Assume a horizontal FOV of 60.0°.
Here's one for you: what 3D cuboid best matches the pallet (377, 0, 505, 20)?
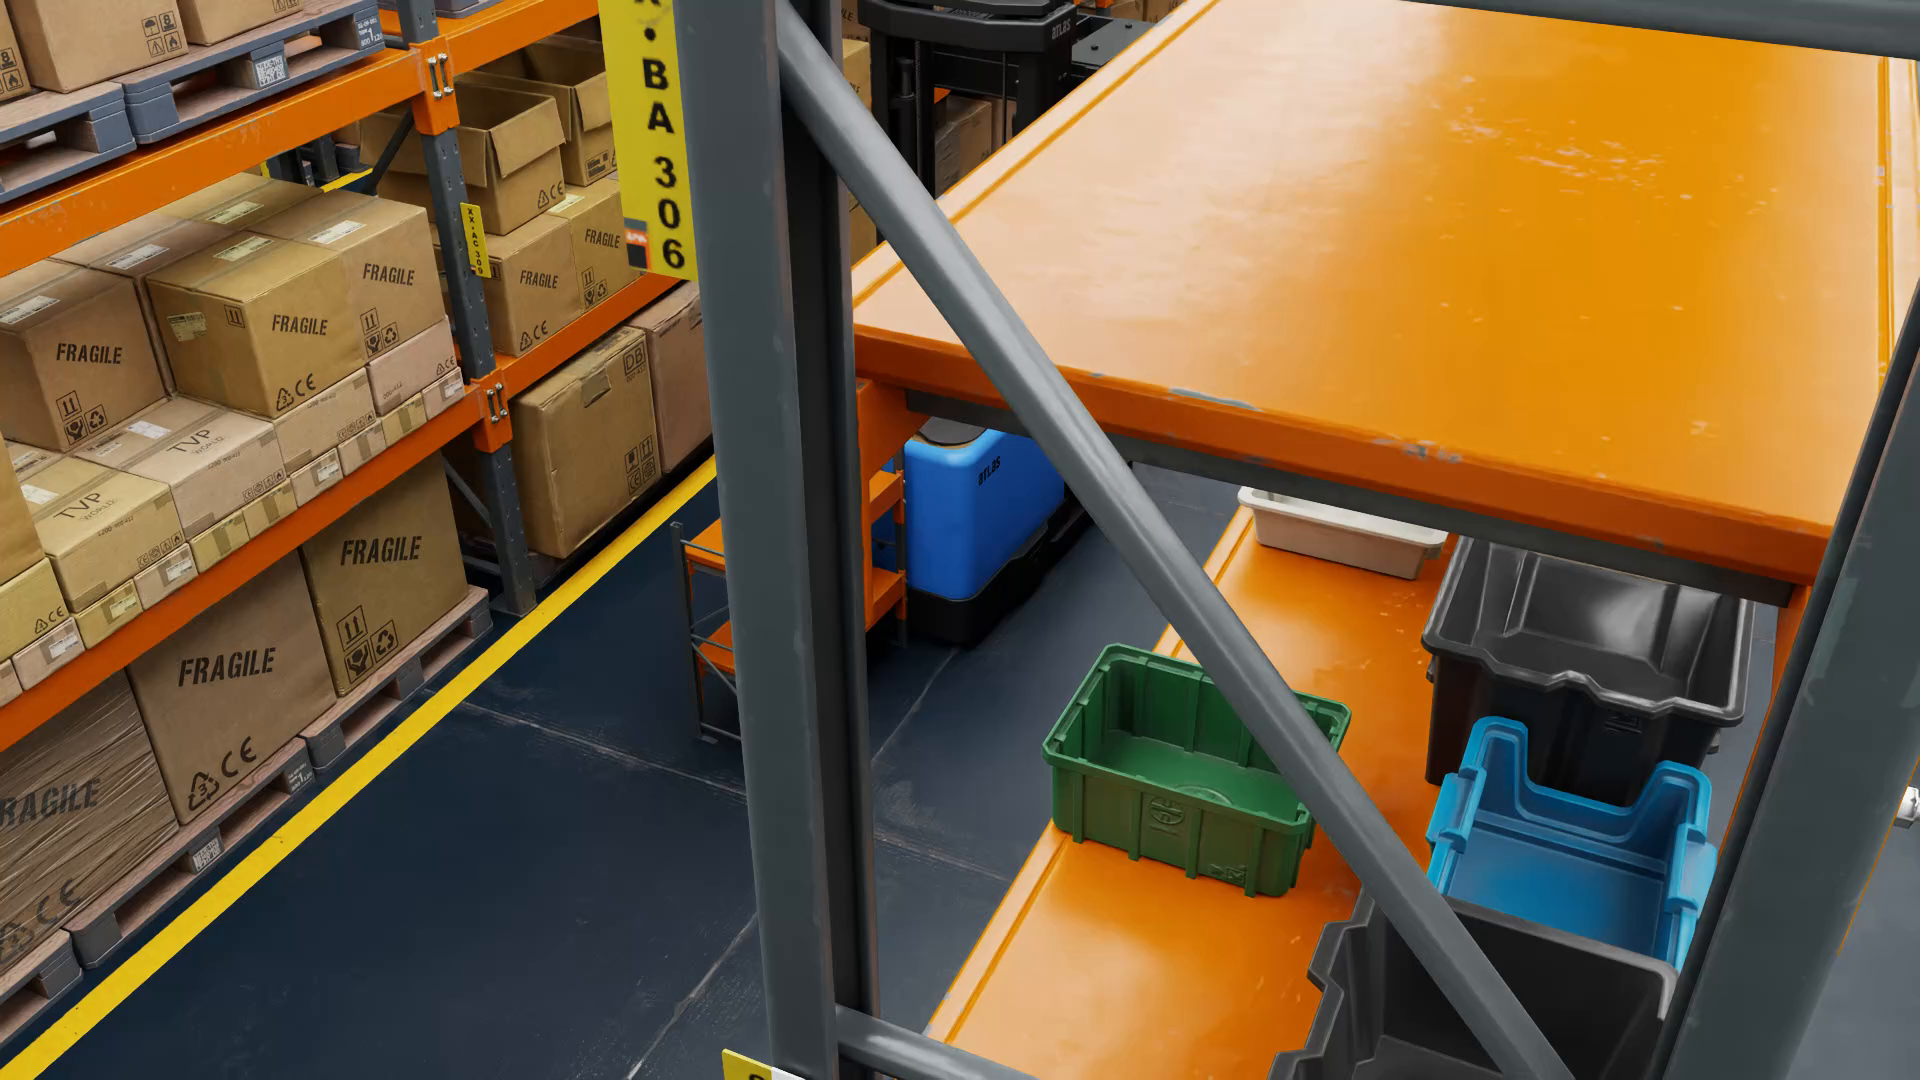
[{"bbox_3d":[-2.234,-2.652,7.498,0.805,0.209,1.217,13,35,19],"label":"pallet"}]

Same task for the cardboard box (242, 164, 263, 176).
[{"bbox_3d":[-5.400,-2.932,12.383,0.500,0.500,0.500,14,36,20],"label":"cardboard box"}]

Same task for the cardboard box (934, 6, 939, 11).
[{"bbox_3d":[-0.567,-3.798,11.333,0.700,0.500,0.500,20,38,27],"label":"cardboard box"}]

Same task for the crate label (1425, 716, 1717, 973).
[{"bbox_3d":[0.932,0.541,2.589,0.408,0.251,0.502,14,36,20],"label":"crate label"}]

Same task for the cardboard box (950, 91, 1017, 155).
[{"bbox_3d":[0.047,-3.320,12.956,0.700,0.500,0.500,11,35,16],"label":"cardboard box"}]

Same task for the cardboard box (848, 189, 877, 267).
[{"bbox_3d":[-1.207,-1.950,10.543,1.225,0.875,0.875,13,35,18],"label":"cardboard box"}]

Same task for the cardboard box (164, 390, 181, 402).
[{"bbox_3d":[-3.220,-0.651,6.872,0.500,0.250,0.500,14,36,20],"label":"cardboard box"}]

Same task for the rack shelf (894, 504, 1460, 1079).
[{"bbox_3d":[1.089,0.169,3.677,1.077,0.370,4.000,14,36,20],"label":"rack shelf"}]

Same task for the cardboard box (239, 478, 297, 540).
[{"bbox_3d":[-2.833,-0.165,6.495,0.380,0.149,0.250,15,36,21],"label":"cardboard box"}]

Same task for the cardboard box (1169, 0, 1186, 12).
[{"bbox_3d":[1.952,-5.504,16.305,0.500,0.500,0.500,25,41,32],"label":"cardboard box"}]

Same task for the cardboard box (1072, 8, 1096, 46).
[{"bbox_3d":[0.978,-4.314,14.491,0.500,0.500,0.500,13,35,19],"label":"cardboard box"}]

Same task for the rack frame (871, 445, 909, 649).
[{"bbox_3d":[-0.472,-0.023,7.759,0.500,1.125,0.032,17,37,24],"label":"rack frame"}]

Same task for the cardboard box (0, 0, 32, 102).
[{"bbox_3d":[-3.423,-1.625,5.192,0.700,0.500,0.500,16,36,23],"label":"cardboard box"}]

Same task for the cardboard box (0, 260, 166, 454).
[{"bbox_3d":[-3.432,-0.701,6.266,0.500,0.500,0.500,13,35,19],"label":"cardboard box"}]

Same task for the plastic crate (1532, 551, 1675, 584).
[{"bbox_3d":[1.460,-0.119,3.568,0.437,0.282,0.530,14,36,20],"label":"plastic crate"}]

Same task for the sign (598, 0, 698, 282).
[{"bbox_3d":[-0.254,-0.373,1.407,0.100,0.325,0.005,14,36,20],"label":"sign"}]

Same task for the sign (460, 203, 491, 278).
[{"bbox_3d":[-2.068,-1.278,7.102,0.100,0.325,0.005,14,36,20],"label":"sign"}]

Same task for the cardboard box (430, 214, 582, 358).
[{"bbox_3d":[-2.154,-1.223,7.789,0.500,0.500,0.500,14,36,21],"label":"cardboard box"}]

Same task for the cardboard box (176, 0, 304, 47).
[{"bbox_3d":[-2.846,-2.120,5.946,0.700,0.500,0.500,12,35,18],"label":"cardboard box"}]

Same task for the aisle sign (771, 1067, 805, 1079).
[{"bbox_3d":[-0.044,1.000,2.118,0.394,0.787,0.004,14,36,20],"label":"aisle sign"}]

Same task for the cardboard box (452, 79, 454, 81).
[{"bbox_3d":[-4.663,-4.144,14.002,1.050,0.750,0.750,15,36,21],"label":"cardboard box"}]

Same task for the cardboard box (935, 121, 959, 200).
[{"bbox_3d":[-0.417,-2.758,12.099,0.700,0.500,0.500,11,35,17],"label":"cardboard box"}]

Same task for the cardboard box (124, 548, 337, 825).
[{"bbox_3d":[-3.298,0.462,6.865,0.875,0.875,0.875,14,36,20],"label":"cardboard box"}]

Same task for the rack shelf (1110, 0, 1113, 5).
[{"bbox_3d":[1.611,-5.689,15.347,1.077,0.370,4.000,14,36,20],"label":"rack shelf"}]

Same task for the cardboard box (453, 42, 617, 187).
[{"bbox_3d":[-2.016,-2.130,8.257,0.797,0.503,0.637,15,36,21],"label":"cardboard box"}]

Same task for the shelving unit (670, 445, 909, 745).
[{"bbox_3d":[-0.716,0.222,7.385,0.538,1.125,1.048,17,37,24],"label":"shelving unit"}]

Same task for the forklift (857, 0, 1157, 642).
[{"bbox_3d":[0.298,-1.526,8.405,1.130,2.935,3.031,17,37,23],"label":"forklift"}]

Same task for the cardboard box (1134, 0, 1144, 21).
[{"bbox_3d":[1.399,-4.928,15.427,0.500,0.500,0.500,11,35,16],"label":"cardboard box"}]

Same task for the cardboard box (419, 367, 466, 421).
[{"bbox_3d":[-2.403,-0.678,7.277,0.380,0.149,0.250,14,36,21],"label":"cardboard box"}]

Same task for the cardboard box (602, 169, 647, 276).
[{"bbox_3d":[-1.734,-1.723,8.551,0.500,0.500,0.500,13,36,19],"label":"cardboard box"}]

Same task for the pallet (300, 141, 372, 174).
[{"bbox_3d":[-4.964,-3.399,13.741,1.003,0.211,1.213,14,36,20],"label":"pallet"}]

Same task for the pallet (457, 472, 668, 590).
[{"bbox_3d":[-2.319,-0.245,8.931,1.003,0.211,1.213,14,36,20],"label":"pallet"}]

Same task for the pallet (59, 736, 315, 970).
[{"bbox_3d":[-3.471,1.127,6.839,1.003,0.211,1.213,14,36,20],"label":"pallet"}]

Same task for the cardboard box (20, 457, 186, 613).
[{"bbox_3d":[-3.162,-0.027,5.921,0.500,0.250,0.500,13,36,20],"label":"cardboard box"}]

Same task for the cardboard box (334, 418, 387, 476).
[{"bbox_3d":[-2.618,-0.421,6.886,0.380,0.149,0.250,14,36,20],"label":"cardboard box"}]

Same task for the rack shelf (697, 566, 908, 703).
[{"bbox_3d":[-0.716,0.427,7.519,0.538,0.278,1.000,17,37,24],"label":"rack shelf"}]

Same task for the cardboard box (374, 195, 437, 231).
[{"bbox_3d":[-2.625,-1.347,7.977,0.500,0.500,0.500,14,36,21],"label":"cardboard box"}]

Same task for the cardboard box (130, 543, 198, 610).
[{"bbox_3d":[-3.048,0.089,6.108,0.380,0.149,0.250,15,36,21],"label":"cardboard box"}]

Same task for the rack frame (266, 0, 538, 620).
[{"bbox_3d":[-2.573,-1.010,7.554,1.000,3.000,0.127,14,36,20],"label":"rack frame"}]

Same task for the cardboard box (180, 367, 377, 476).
[{"bbox_3d":[-2.734,-0.533,6.693,0.500,0.250,0.500,15,36,22],"label":"cardboard box"}]

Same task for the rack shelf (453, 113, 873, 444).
[{"bbox_3d":[-1.736,-1.705,9.270,1.077,0.370,4.000,14,36,20],"label":"rack shelf"}]

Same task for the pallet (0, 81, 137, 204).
[{"bbox_3d":[-3.437,-1.216,5.215,1.003,0.211,1.213,14,36,20],"label":"pallet"}]

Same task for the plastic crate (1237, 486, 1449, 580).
[{"bbox_3d":[0.891,-0.111,3.689,0.437,0.136,0.530,14,36,20],"label":"plastic crate"}]

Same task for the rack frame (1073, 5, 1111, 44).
[{"bbox_3d":[0.774,-4.994,13.631,1.000,3.000,0.127,14,36,20],"label":"rack frame"}]

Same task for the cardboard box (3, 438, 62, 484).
[{"bbox_3d":[-3.645,-0.148,6.105,0.500,0.250,0.500,14,36,21],"label":"cardboard box"}]

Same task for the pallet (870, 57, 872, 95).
[{"bbox_3d":[-0.698,-3.301,11.223,1.213,0.211,1.003,14,36,20],"label":"pallet"}]

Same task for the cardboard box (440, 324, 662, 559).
[{"bbox_3d":[-2.324,-0.620,8.515,1.225,0.875,0.875,14,36,21],"label":"cardboard box"}]

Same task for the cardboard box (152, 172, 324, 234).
[{"bbox_3d":[-3.006,-1.205,7.034,0.500,0.500,0.500,14,36,20],"label":"cardboard box"}]

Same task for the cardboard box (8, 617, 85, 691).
[{"bbox_3d":[-3.263,0.346,5.716,0.380,0.149,0.250,14,36,20],"label":"cardboard box"}]

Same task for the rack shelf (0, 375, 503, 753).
[{"bbox_3d":[-3.410,0.287,6.232,1.077,0.370,4.000,14,36,20],"label":"rack shelf"}]

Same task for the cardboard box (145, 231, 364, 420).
[{"bbox_3d":[-2.736,-0.846,6.486,0.500,0.500,0.500,15,36,21],"label":"cardboard box"}]
